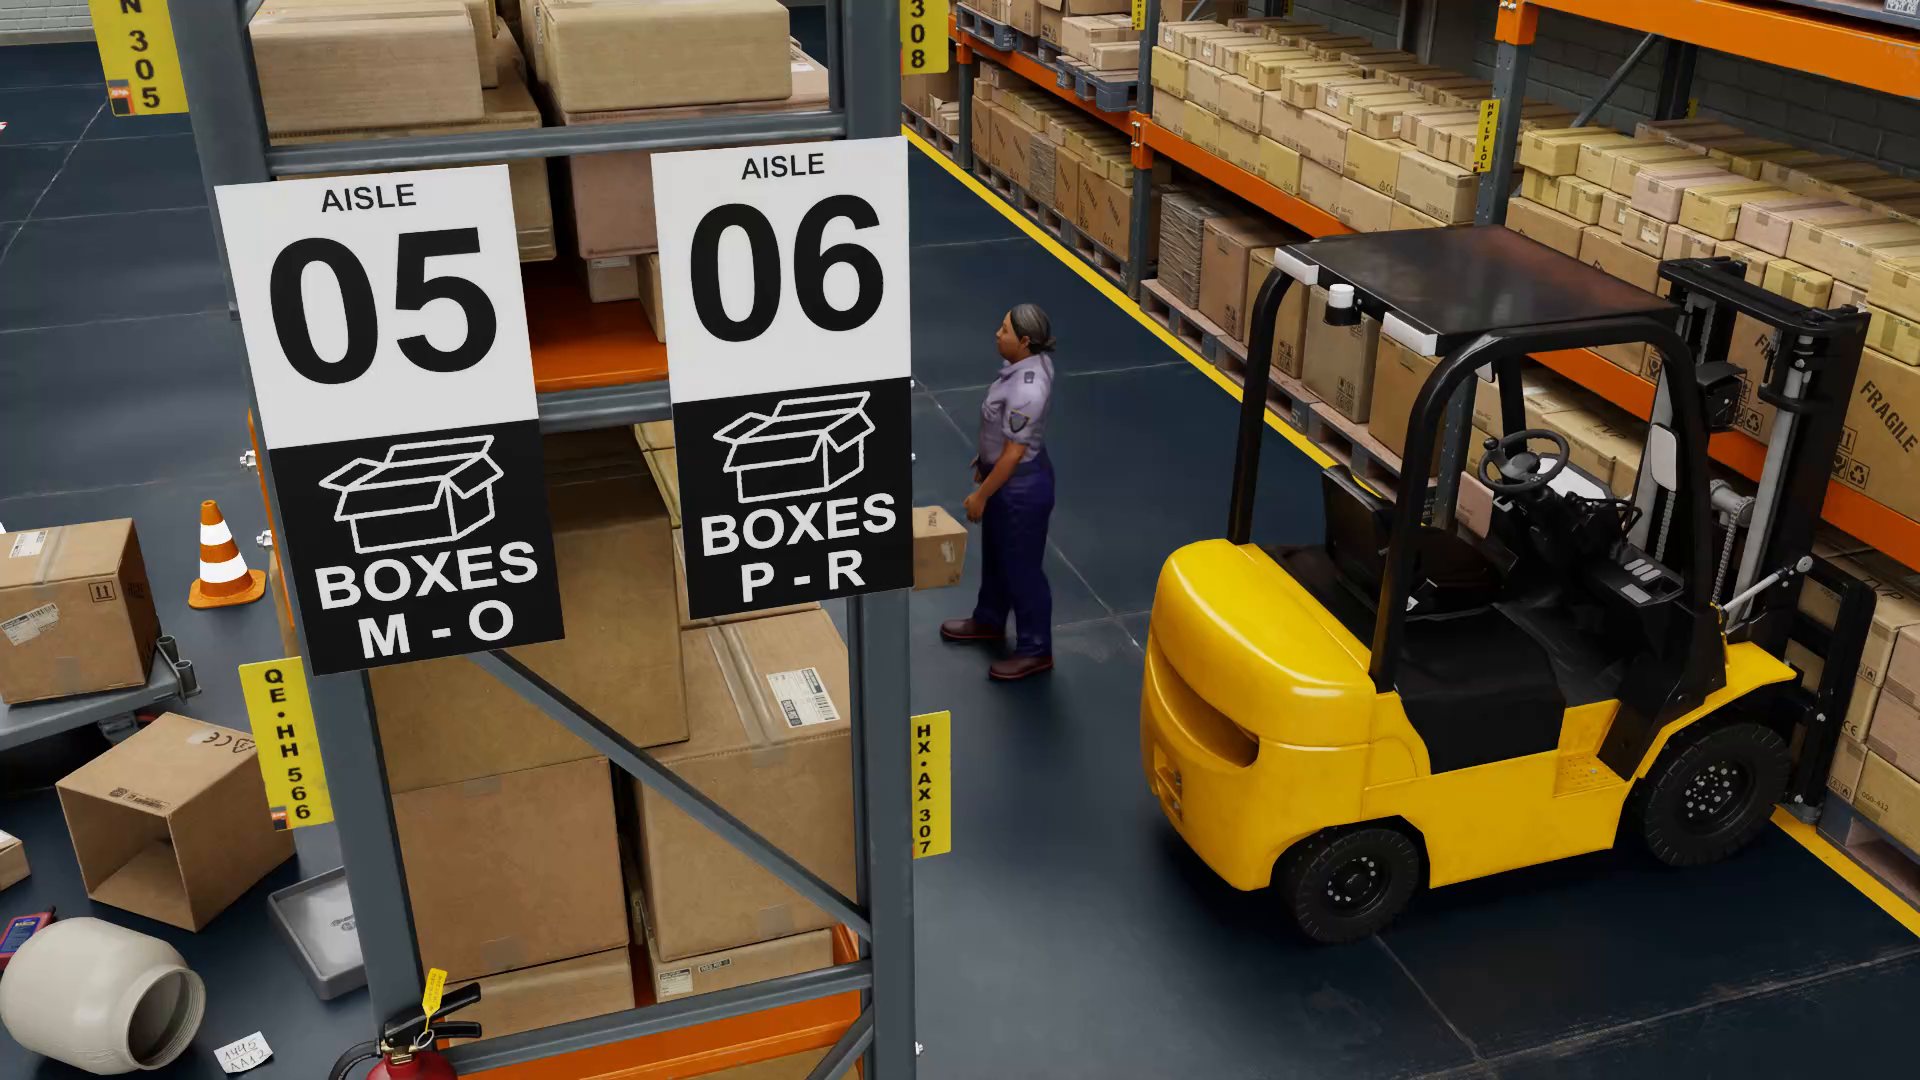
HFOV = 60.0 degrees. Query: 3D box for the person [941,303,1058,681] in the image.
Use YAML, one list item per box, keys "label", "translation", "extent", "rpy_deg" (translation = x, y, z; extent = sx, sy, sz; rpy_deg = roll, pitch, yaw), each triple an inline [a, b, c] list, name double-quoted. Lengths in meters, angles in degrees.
- label: "person"
  translation: [0.155, -0.208, 7.051]
  extent: [0.519, 1.629, 0.526]
  rpy_deg: [2, 27, 4]
